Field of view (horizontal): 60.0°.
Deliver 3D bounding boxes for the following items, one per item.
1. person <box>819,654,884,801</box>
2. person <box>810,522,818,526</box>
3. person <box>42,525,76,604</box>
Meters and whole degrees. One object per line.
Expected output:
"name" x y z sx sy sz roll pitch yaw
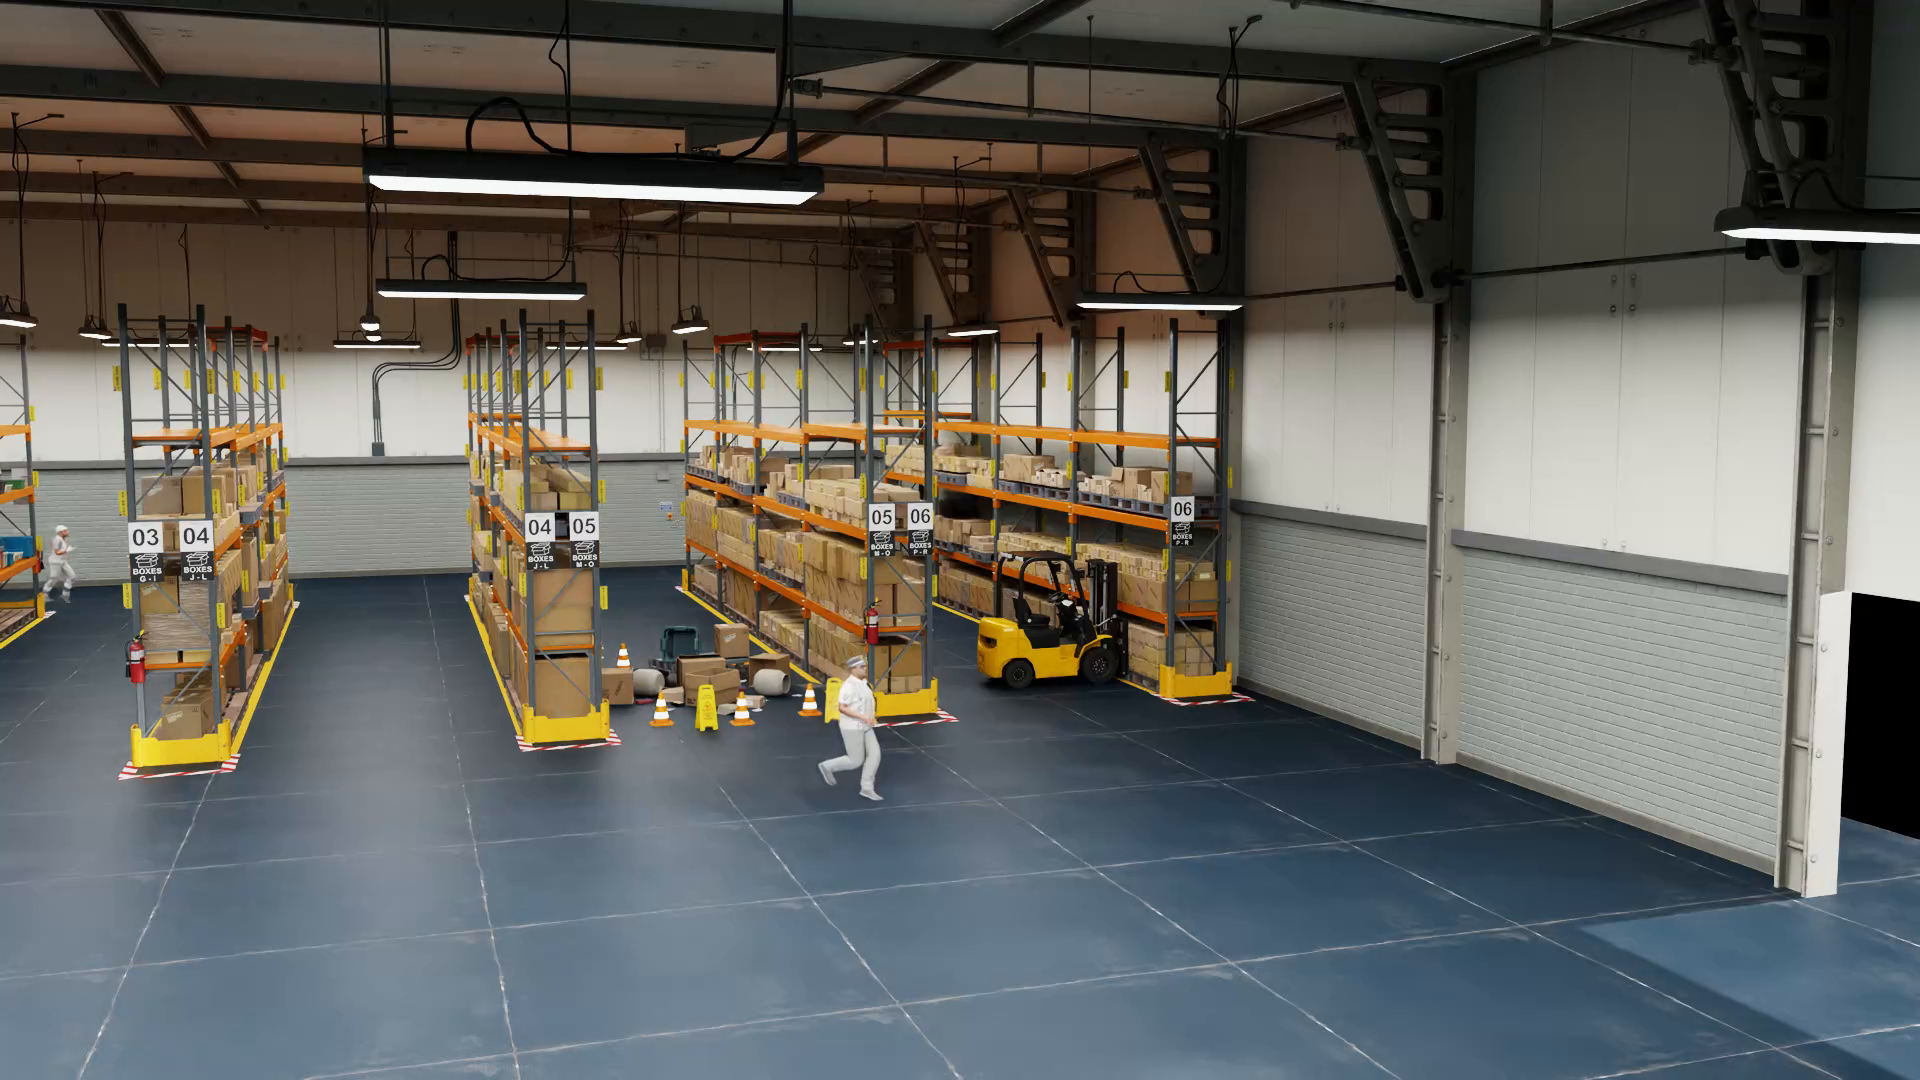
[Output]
"person" -1.292 2.255 20.058 0.815 1.788 0.672 2 6 22
"person" -3.173 0.421 36.312 0.709 1.785 0.824 -2 6 -24
"person" -20.325 0.574 37.467 0.845 1.828 0.621 0 5 -5
